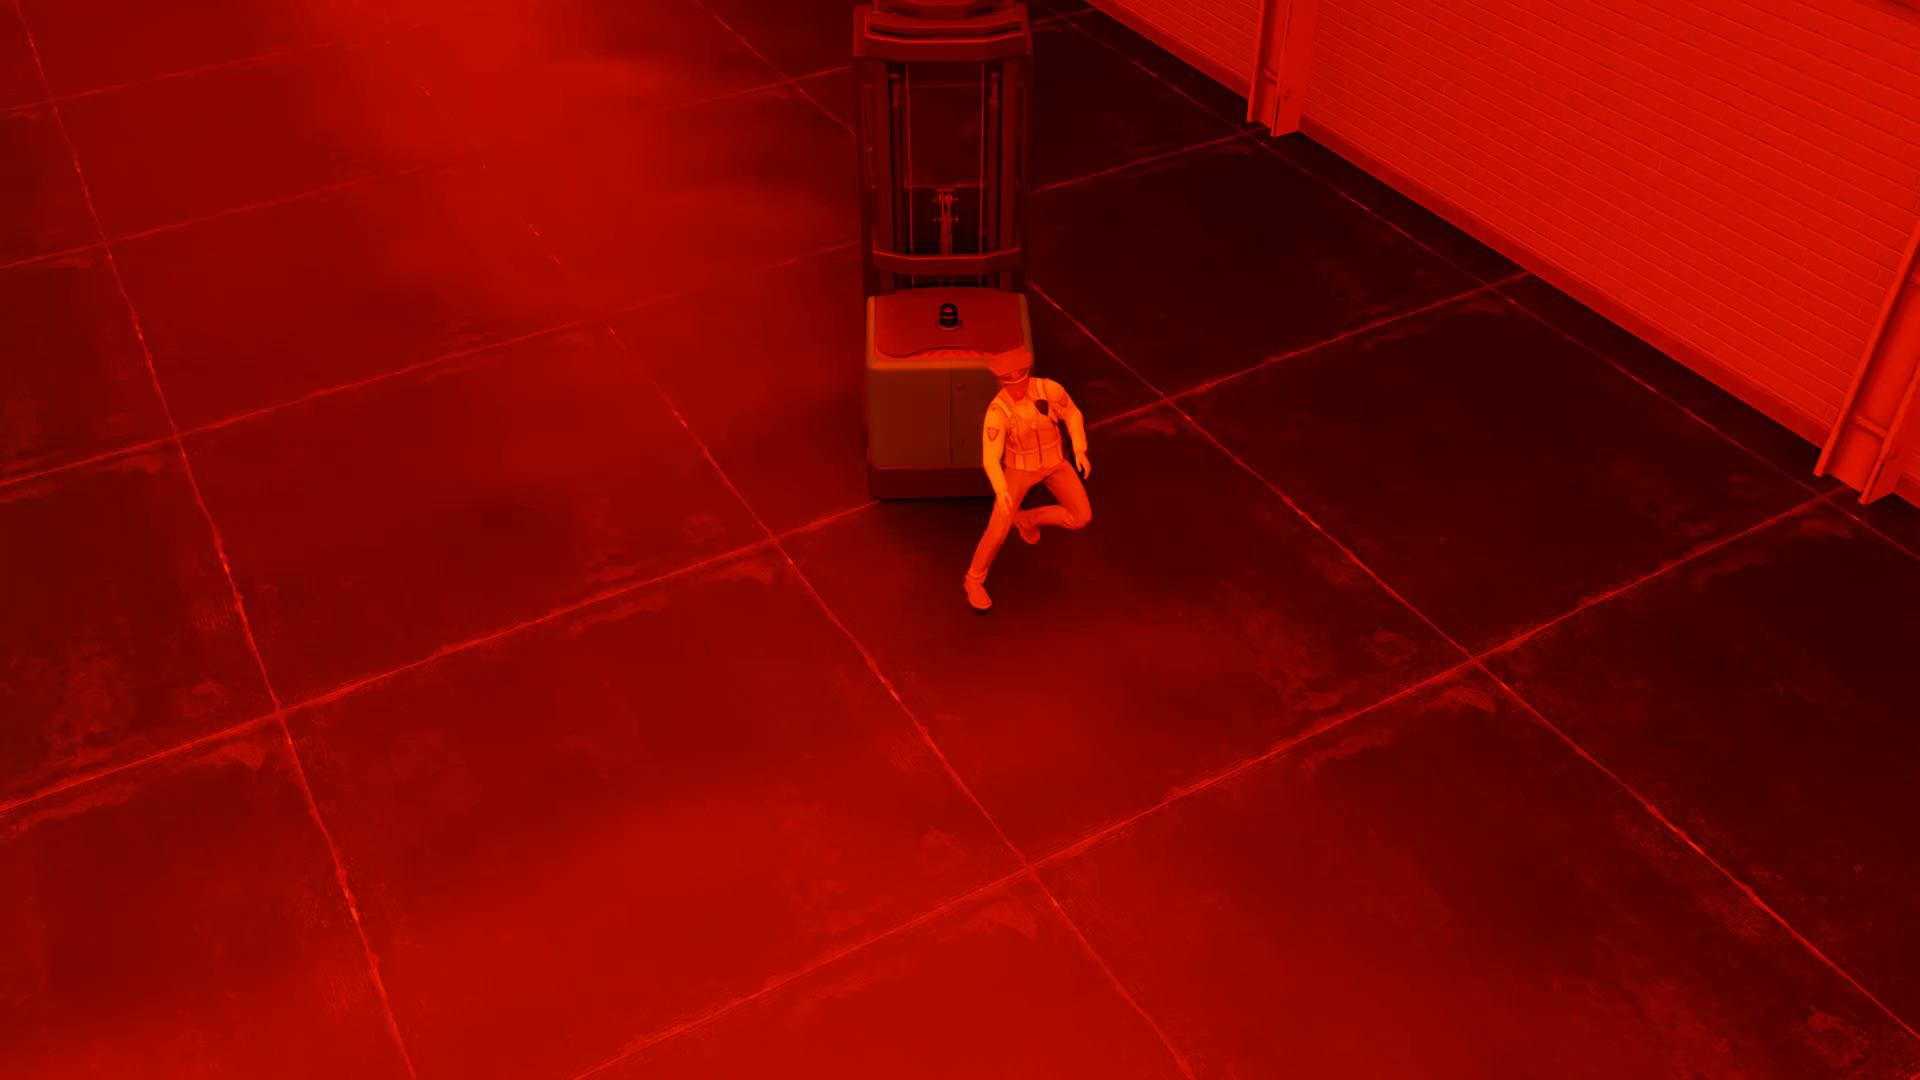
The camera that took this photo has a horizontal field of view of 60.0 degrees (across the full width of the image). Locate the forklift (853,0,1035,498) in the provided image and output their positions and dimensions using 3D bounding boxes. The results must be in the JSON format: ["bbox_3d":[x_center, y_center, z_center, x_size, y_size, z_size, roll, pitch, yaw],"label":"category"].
[{"bbox_3d":[-0.109,-2.312,10.823,1.130,2.935,3.031,-1,40,-2],"label":"forklift"}]

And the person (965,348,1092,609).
[{"bbox_3d":[0.395,-0.337,9.565,0.770,1.486,0.696,-10,41,-12],"label":"person"}]
